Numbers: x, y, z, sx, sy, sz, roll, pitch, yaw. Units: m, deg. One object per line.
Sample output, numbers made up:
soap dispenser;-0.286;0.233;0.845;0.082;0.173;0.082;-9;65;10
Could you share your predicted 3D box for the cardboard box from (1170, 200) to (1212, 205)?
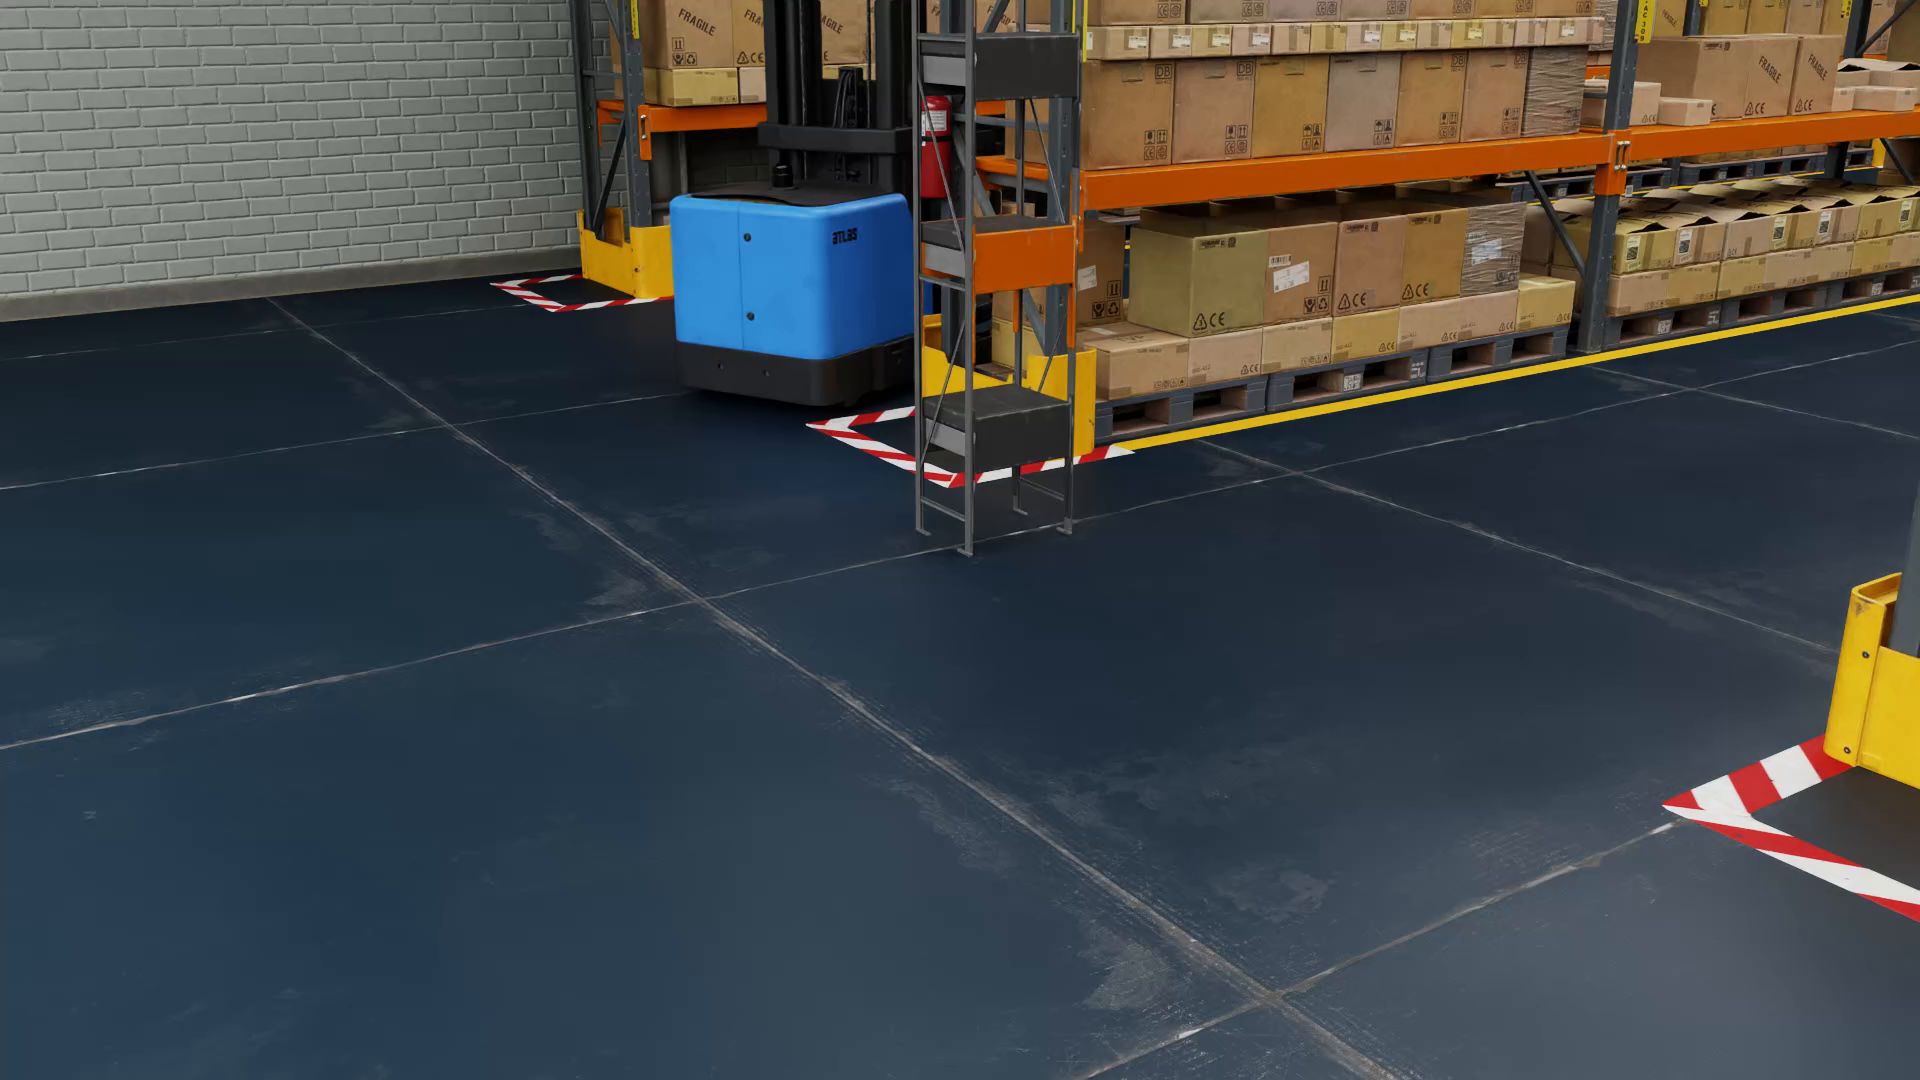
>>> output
cardboard box;1.848;-3.265;14.935;0.500;0.500;0.700;-12;22;-32

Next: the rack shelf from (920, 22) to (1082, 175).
rack shelf;0.138;-1.674;6.275;0.480;0.518;0.431;-12;22;-31

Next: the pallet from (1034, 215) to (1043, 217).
pallet;0.297;-2.553;13.968;1.213;0.211;1.003;-12;22;-31

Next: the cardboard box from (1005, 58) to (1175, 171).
cardboard box;0.622;-2.099;8.115;0.500;0.500;0.700;-12;22;-31

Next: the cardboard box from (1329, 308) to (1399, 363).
cardboard box;2.049;-1.168;9.155;0.500;0.250;0.500;-12;22;-31

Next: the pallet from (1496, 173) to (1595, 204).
pallet;5.897;-3.718;17.413;1.213;0.211;1.003;-12;22;-31

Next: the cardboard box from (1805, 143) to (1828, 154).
cardboard box;9.913;-4.892;19.780;0.500;0.500;0.700;-12;22;-32

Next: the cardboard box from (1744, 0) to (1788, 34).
cardboard box;8.595;-5.772;18.665;0.700;0.700;0.980;-13;22;-33

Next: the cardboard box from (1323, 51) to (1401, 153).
cardboard box;1.914;-2.373;8.924;0.500;0.500;0.700;-11;22;-30

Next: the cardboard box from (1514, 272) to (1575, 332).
cardboard box;3.299;-1.434;9.940;0.500;0.250;0.500;-12;22;-31

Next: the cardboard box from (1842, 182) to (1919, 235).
cardboard box;6.605;-2.386;11.881;0.500;0.311;0.500;-11;22;-30

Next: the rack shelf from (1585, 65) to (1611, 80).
rack shelf;5.850;-4.718;17.141;4.000;0.370;1.077;-12;22;-31

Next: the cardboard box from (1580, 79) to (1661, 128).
cardboard box;3.953;-2.705;10.297;0.500;0.250;0.500;-10;21;-28

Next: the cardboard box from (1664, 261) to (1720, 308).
cardboard box;4.467;-1.669;10.634;0.500;0.250;0.500;-11;22;-30

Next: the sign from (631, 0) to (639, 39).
sign;-2.204;-3.563;11.247;0.005;0.325;0.100;-12;22;-31

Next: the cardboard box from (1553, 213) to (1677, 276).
cardboard box;4.048;-1.846;10.283;0.500;0.311;0.500;-12;22;-31

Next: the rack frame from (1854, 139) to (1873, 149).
rack frame;10.861;-6.116;20.151;0.127;3.000;1.000;-12;22;-31

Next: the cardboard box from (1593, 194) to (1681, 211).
cardboard box;4.596;-2.168;11.237;0.500;0.311;0.500;-12;22;-32

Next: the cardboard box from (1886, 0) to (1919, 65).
cardboard box;7.371;-3.770;12.400;0.700;0.500;0.500;14;23;35

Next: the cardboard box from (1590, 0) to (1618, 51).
cardboard box;6.428;-5.282;17.032;0.500;0.500;0.500;-12;22;-31

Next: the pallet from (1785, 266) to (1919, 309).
pallet;6.198;-1.927;12.114;1.213;0.211;1.003;-12;22;-31

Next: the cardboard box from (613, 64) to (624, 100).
cardboard box;-2.218;-3.370;12.233;0.500;0.250;0.500;-12;22;-31

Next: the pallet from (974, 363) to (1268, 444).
pallet;0.841;-0.798;8.776;1.213;0.211;1.003;-12;22;-31

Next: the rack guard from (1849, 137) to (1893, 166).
rack guard;10.881;-4.936;20.564;0.348;0.500;1.175;-12;22;-31

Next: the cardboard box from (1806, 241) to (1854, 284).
cardboard box;5.751;-1.941;11.441;0.500;0.250;0.500;-11;22;-30

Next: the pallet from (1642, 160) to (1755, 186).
pallet;8.198;-4.203;18.848;1.213;0.211;1.003;-12;22;-31

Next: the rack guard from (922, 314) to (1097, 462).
rack guard;0.205;-0.785;8.286;0.348;0.500;1.175;-12;22;-31

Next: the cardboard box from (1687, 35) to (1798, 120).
cardboard box;5.075;-3.037;10.889;0.500;0.500;0.500;-12;22;-31

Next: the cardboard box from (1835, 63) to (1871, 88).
cardboard box;6.053;-3.234;11.767;0.500;0.311;0.500;-12;22;-32

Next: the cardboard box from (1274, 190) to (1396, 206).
cardboard box;2.172;-1.755;9.720;0.500;0.500;0.500;-12;22;-31

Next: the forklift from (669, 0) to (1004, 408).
forklift;-0.350;-2.497;9.553;1.130;2.935;3.031;11;22;30

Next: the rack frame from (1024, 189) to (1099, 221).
rack frame;0.839;-4.002;13.899;0.127;3.000;1.000;-12;22;-31

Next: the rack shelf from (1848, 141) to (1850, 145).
rack shelf;8.577;-3.394;13.223;4.000;0.370;1.077;-12;22;-31

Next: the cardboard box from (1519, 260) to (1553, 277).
cardboard box;3.753;-1.725;10.800;0.500;0.250;0.500;-12;22;-32

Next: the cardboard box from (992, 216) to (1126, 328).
cardboard box;0.510;-1.399;8.666;0.500;0.500;0.500;-12;22;-31

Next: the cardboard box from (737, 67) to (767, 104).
cardboard box;-1.494;-3.332;12.121;0.500;0.250;0.500;-13;22;-33

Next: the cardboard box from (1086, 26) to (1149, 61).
cardboard box;0.672;-2.339;7.812;0.250;0.149;0.380;-12;22;-32

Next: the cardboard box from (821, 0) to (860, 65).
cardboard box;-1.085;-3.769;12.241;0.500;0.500;0.500;-13;22;-33

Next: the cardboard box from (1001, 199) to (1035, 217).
cardboard box;0.408;-2.766;13.980;0.250;0.166;0.380;-16;24;-38

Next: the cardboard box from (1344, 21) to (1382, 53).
cardboard box;1.956;-2.610;8.612;0.250;0.149;0.380;-12;22;-31

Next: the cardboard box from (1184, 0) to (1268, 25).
cardboard box;1.103;-2.817;8.213;0.500;0.500;0.700;-13;22;-33

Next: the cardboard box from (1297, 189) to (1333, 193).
cardboard box;3.113;-3.531;15.720;0.500;0.500;0.700;-12;22;-31

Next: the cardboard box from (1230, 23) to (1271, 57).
cardboard box;1.312;-2.474;8.210;0.250;0.149;0.380;-12;22;-32

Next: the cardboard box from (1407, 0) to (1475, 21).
cardboard box;2.359;-3.082;8.997;0.500;0.500;0.700;-12;22;-31

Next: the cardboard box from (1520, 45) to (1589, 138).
cardboard box;3.199;-2.645;9.730;0.500;0.500;0.700;-13;22;-33

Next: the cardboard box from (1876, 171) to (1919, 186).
cardboard box;7.559;-2.634;13.069;0.500;0.500;0.500;-11;22;-29

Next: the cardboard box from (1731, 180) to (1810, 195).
cardboard box;5.874;-2.436;12.028;0.500;0.311;0.500;-13;22;-33

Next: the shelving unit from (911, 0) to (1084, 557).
shelving unit;0.138;-1.024;6.495;0.503;2.100;0.431;-12;22;-31

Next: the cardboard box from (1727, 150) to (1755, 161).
cardboard box;8.622;-4.618;18.968;0.500;0.500;0.700;-12;22;-32

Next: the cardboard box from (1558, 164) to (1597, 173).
cardboard box;6.308;-4.285;17.437;0.750;0.750;0.750;-11;22;-30

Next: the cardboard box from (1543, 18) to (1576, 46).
cardboard box;3.249;-2.884;9.424;0.250;0.149;0.380;-12;22;-33

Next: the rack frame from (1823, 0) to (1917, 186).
rack frame;6.907;-3.382;12.066;0.127;3.000;1.000;-12;22;-31

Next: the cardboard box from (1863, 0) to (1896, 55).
cardboard box;10.440;-6.165;19.830;0.700;0.700;0.980;-11;21;-29

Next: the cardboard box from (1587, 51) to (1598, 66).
cardboard box;6.308;-4.954;17.077;0.250;0.149;0.380;-13;22;-33

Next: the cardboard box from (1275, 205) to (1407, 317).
cardboard box;2.050;-1.523;9.034;0.500;0.500;0.500;-12;22;-31

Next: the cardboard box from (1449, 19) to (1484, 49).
cardboard box;2.606;-2.748;9.022;0.250;0.149;0.380;-12;22;-32

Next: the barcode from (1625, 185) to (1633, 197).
barcode;4.008;-2.090;9.962;0.075;0.075;0.001;-12;22;-31

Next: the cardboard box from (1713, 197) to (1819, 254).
cardboard box;5.332;-2.117;11.085;0.500;0.311;0.500;-11;22;-30

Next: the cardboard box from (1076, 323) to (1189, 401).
cardboard box;0.796;-0.905;8.374;0.500;0.250;0.500;-12;22;-31

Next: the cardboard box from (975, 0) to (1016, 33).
cardboard box;0.200;-4.040;13.044;0.500;0.500;0.500;-12;22;-32
